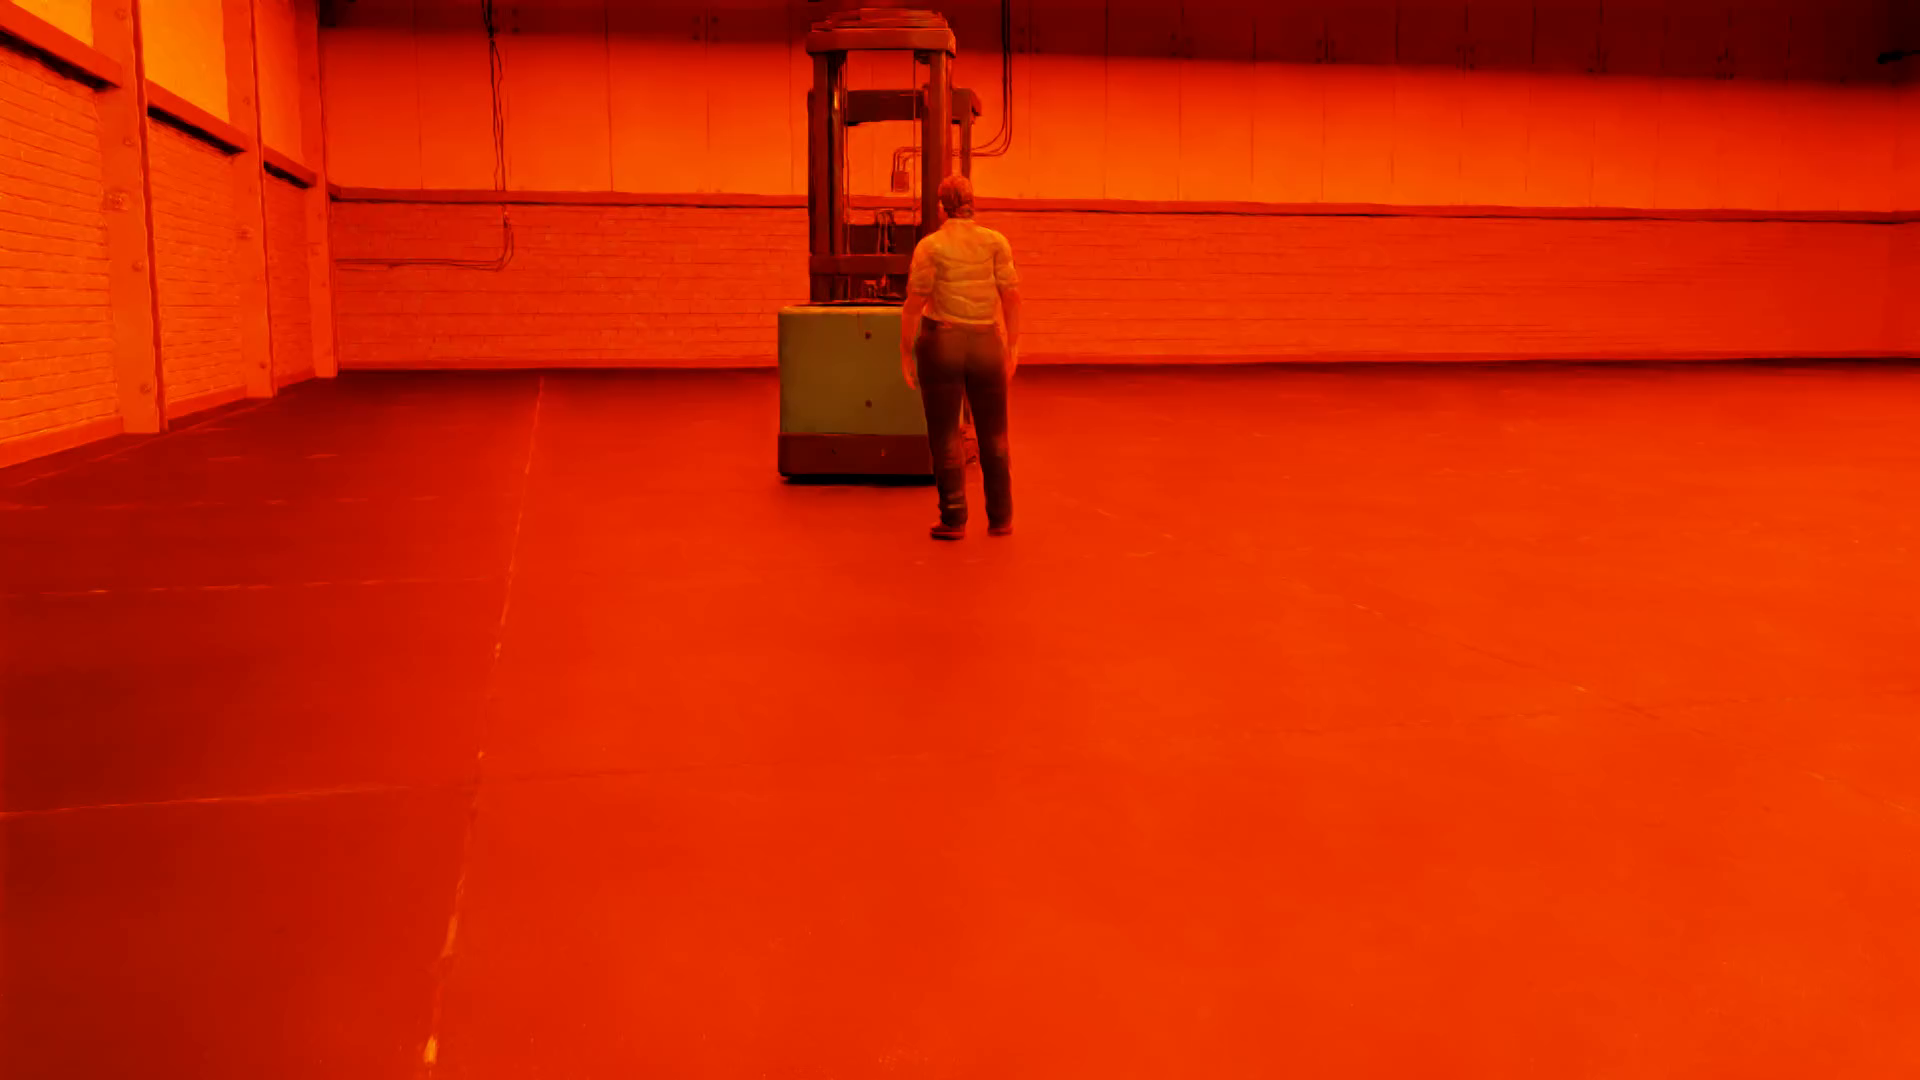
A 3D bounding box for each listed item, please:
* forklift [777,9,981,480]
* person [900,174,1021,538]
[{"bbox_3d":[-0.438,-1.990,11.349,1.130,2.935,3.031,1,8,6],"label":"forklift"},{"bbox_3d":[0.001,-0.836,7.684,0.599,1.650,0.502,-2,8,-13],"label":"person"}]
